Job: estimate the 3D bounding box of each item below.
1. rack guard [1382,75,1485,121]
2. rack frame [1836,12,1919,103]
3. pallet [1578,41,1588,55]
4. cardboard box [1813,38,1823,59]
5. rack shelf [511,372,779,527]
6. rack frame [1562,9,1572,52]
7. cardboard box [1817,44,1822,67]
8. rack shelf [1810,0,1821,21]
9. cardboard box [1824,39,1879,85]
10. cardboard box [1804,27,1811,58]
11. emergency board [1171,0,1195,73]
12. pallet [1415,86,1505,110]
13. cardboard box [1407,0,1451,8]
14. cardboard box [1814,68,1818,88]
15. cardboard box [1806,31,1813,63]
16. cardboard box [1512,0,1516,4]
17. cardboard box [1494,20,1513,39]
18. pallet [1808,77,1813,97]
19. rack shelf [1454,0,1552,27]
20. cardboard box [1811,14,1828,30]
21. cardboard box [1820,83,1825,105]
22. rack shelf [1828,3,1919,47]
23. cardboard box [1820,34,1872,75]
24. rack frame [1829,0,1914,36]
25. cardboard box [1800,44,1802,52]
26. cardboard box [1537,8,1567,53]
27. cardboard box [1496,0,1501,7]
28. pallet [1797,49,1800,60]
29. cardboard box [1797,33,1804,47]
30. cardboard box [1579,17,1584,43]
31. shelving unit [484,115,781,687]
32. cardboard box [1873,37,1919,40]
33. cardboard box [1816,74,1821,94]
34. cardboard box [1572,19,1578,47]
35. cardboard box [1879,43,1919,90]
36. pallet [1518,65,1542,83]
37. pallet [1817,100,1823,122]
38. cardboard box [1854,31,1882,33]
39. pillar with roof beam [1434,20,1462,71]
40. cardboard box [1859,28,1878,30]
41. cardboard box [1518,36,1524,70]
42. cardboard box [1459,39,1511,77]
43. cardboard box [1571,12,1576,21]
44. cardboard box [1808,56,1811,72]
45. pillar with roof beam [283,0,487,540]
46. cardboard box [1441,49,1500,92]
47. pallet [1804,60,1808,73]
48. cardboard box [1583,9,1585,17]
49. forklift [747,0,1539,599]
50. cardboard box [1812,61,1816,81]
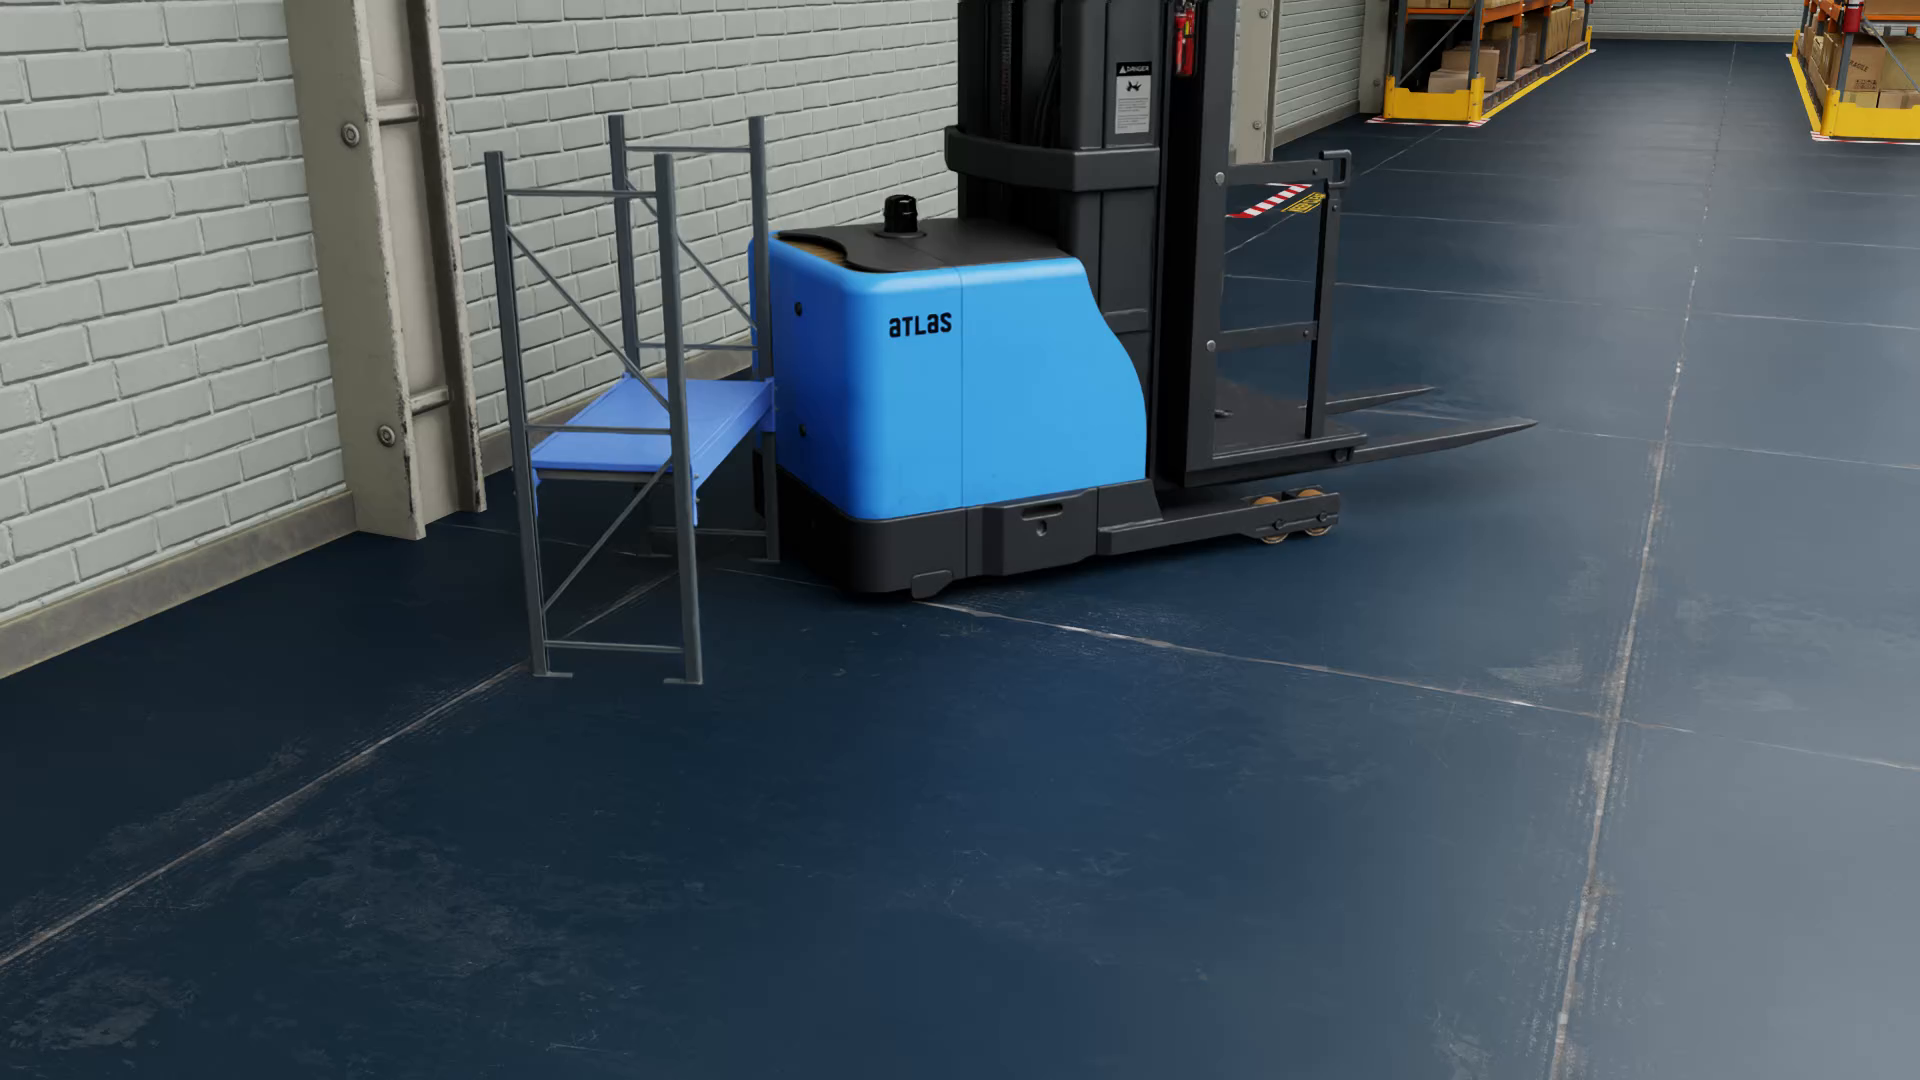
[{"bbox_3d":[5.895,-5.509,20.712,1.175,0.500,0.348,9,21,23],"label":"rack guard"},{"bbox_3d":[10.384,-5.985,18.320,1.000,3.000,0.127,9,21,23],"label":"rack frame"},{"bbox_3d":[12.159,-9.985,33.731,1.003,0.211,1.213,9,21,23],"label":"pallet"},{"bbox_3d":[12.760,-7.160,24.264,0.500,0.311,0.500,8,21,21],"label":"cardboard box"},{"bbox_3d":[-0.932,-0.300,5.110,0.538,0.185,1.000,2,20,7],"label":"rack shelf"},{"bbox_3d":[10.777,-10.331,30.543,1.000,3.000,0.127,9,21,23],"label":"rack frame"},{"bbox_3d":[12.134,-6.697,22.963,0.500,0.311,0.500,9,22,24],"label":"cardboard box"},{"bbox_3d":[14.479,-8.703,27.036,1.077,0.370,4.000,9,21,23],"label":"rack shelf"},{"bbox_3d":[10.729,-5.753,20.026,0.500,0.500,0.500,9,21,23],"label":"cardboard box"},{"bbox_3d":[14.878,-8.568,28.658,0.500,0.500,0.500,8,21,20],"label":"cardboard box"},{"bbox_3d":[1.857,-4.411,13.897,0.194,1.169,0.643,9,21,23],"label":"emergency board"},{"bbox_3d":[6.760,-5.988,22.490,1.003,0.211,1.213,9,21,23],"label":"pallet"},{"bbox_3d":[5.878,-6.771,20.727,0.500,0.250,0.500,9,21,23],"label":"cardboard box"},{"bbox_3d":[11.928,-6.276,22.617,0.500,0.250,0.500,8,21,22],"label":"cardboard box"},{"bbox_3d":[14.251,-8.097,27.335,0.500,0.500,0.500,8,21,21],"label":"cardboard box"},{"bbox_3d":[7.181,-7.331,22.301,0.500,0.250,0.500,8,21,22],"label":"cardboard box"},{"bbox_3d":[8.175,-7.791,25.354,0.500,0.250,0.500,8,21,21],"label":"cardboard box"},{"bbox_3d":[12.787,-6.498,23.926,1.003,0.211,1.213,9,21,23],"label":"pallet"},{"bbox_3d":[8.320,-8.158,25.506,1.077,0.370,4.000,9,21,23],"label":"rack shelf"},{"bbox_3d":[14.468,-8.616,27.673,0.500,0.250,0.500,9,21,23],"label":"cardboard box"},{"bbox_3d":[10.731,-5.399,20.150,0.500,0.250,0.500,9,21,23],"label":"cardboard box"},{"bbox_3d":[11.203,-6.257,20.160,1.077,0.370,4.000,9,21,23],"label":"rack shelf"},{"bbox_3d":[11.349,-6.210,21.312,0.500,0.500,0.500,9,21,23],"label":"cardboard box"},{"bbox_3d":[12.022,-7.207,21.758,1.000,3.000,0.127,9,21,23],"label":"rack frame"},{"bbox_3d":[15.372,-8.853,29.984,0.380,0.149,0.250,9,21,23],"label":"cardboard box"},{"bbox_3d":[10.269,-9.028,29.459,0.750,0.750,0.750,9,22,24],"label":"cardboard box"},{"bbox_3d":[6.553,-6.868,20.999,0.500,0.250,0.500,8,21,21],"label":"cardboard box"},{"bbox_3d":[16.579,-9.295,31.790,1.003,0.211,1.213,9,21,23],"label":"pallet"},{"bbox_3d":[16.250,-9.507,31.673,0.500,0.250,0.500,9,21,23],"label":"cardboard box"},{"bbox_3d":[12.220,-10.347,33.690,0.700,0.500,0.500,9,21,23],"label":"cardboard box"},{"bbox_3d":[-0.932,-0.469,5.050,0.538,1.500,1.048,2,20,7],"label":"shelving unit"},{"bbox_3d":[11.615,-5.987,20.684,0.500,0.500,0.500,9,21,23],"label":"cardboard box"},{"bbox_3d":[11.346,-5.857,21.439,0.500,0.250,0.500,9,21,23],"label":"cardboard box"},{"bbox_3d":[11.598,-9.876,32.366,0.700,0.500,0.500,9,22,24],"label":"cardboard box"},{"bbox_3d":[11.010,-5.527,19.390,0.500,0.500,0.500,9,21,23],"label":"cardboard box"},{"bbox_3d":[8.818,-7.556,26.901,1.003,0.211,1.213,9,21,23],"label":"pallet"},{"bbox_3d":[11.160,-5.282,20.506,1.003,0.211,1.213,9,21,23],"label":"pallet"},{"bbox_3d":[14.736,-8.033,27.155,0.500,0.500,0.500,8,21,21],"label":"cardboard box"},{"bbox_3d":[11.745,-11.066,23.655,9.100,9.000,0.400,9,21,23],"label":"pillar with roof beam"},{"bbox_3d":[15.358,-8.492,28.445,0.500,0.500,0.500,8,21,22],"label":"cardboard box"},{"bbox_3d":[8.398,-7.614,25.975,0.700,0.500,0.500,8,21,22],"label":"cardboard box"},{"bbox_3d":[7.788,-7.143,24.651,0.700,0.500,0.500,9,22,25],"label":"cardboard box"},{"bbox_3d":[11.484,-9.951,31.610,0.380,0.149,0.250,9,22,25],"label":"cardboard box"},{"bbox_3d":[13.178,-7.213,25.250,0.500,0.250,0.500,8,21,23],"label":"cardboard box"},{"bbox_3d":[1.918,-3.729,3.025,9.100,9.000,0.400,9,21,23],"label":"pillar with roof beam"},{"bbox_3d":[6.808,-6.284,22.235,0.700,0.500,0.500,7,21,19],"label":"cardboard box"},{"bbox_3d":[15.000,-8.085,28.388,1.003,0.211,1.213,9,21,23],"label":"pallet"},{"bbox_3d":[12.334,-10.588,33.400,0.380,0.149,0.250,8,21,22],"label":"cardboard box"},{"bbox_3d":[0.804,-1.515,5.854,3.031,2.935,1.130,-9,22,-25],"label":"forklift"},{"bbox_3d":[12.555,-6.742,23.928,0.500,0.250,0.500,9,21,24],"label":"cardboard box"}]
